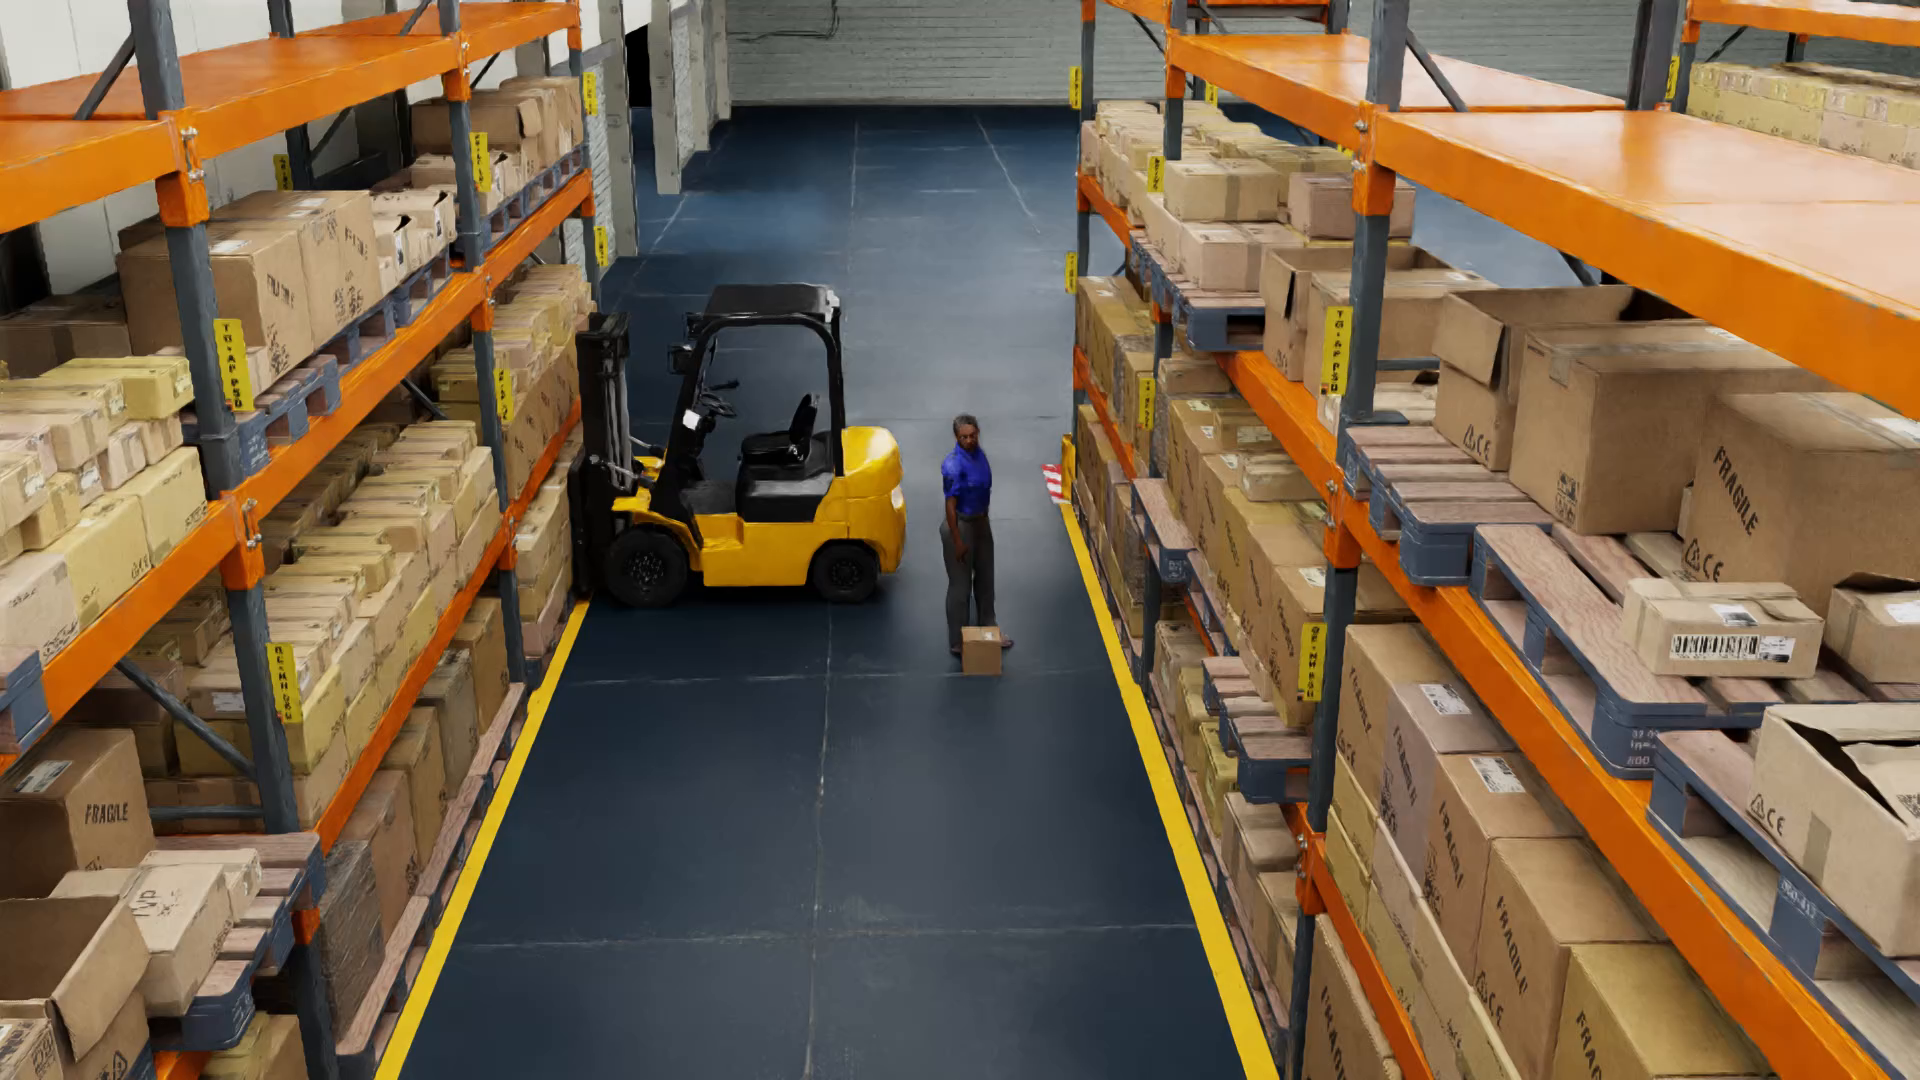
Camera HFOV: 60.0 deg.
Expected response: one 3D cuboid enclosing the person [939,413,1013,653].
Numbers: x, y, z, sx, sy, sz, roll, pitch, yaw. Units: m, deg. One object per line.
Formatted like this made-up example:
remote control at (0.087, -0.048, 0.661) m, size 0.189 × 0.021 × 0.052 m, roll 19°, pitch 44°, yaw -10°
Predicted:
person at (0.105, -0.046, 11.173) m, size 0.438 × 1.662 × 0.486 m, roll 13°, pitch 24°, yaw 32°
